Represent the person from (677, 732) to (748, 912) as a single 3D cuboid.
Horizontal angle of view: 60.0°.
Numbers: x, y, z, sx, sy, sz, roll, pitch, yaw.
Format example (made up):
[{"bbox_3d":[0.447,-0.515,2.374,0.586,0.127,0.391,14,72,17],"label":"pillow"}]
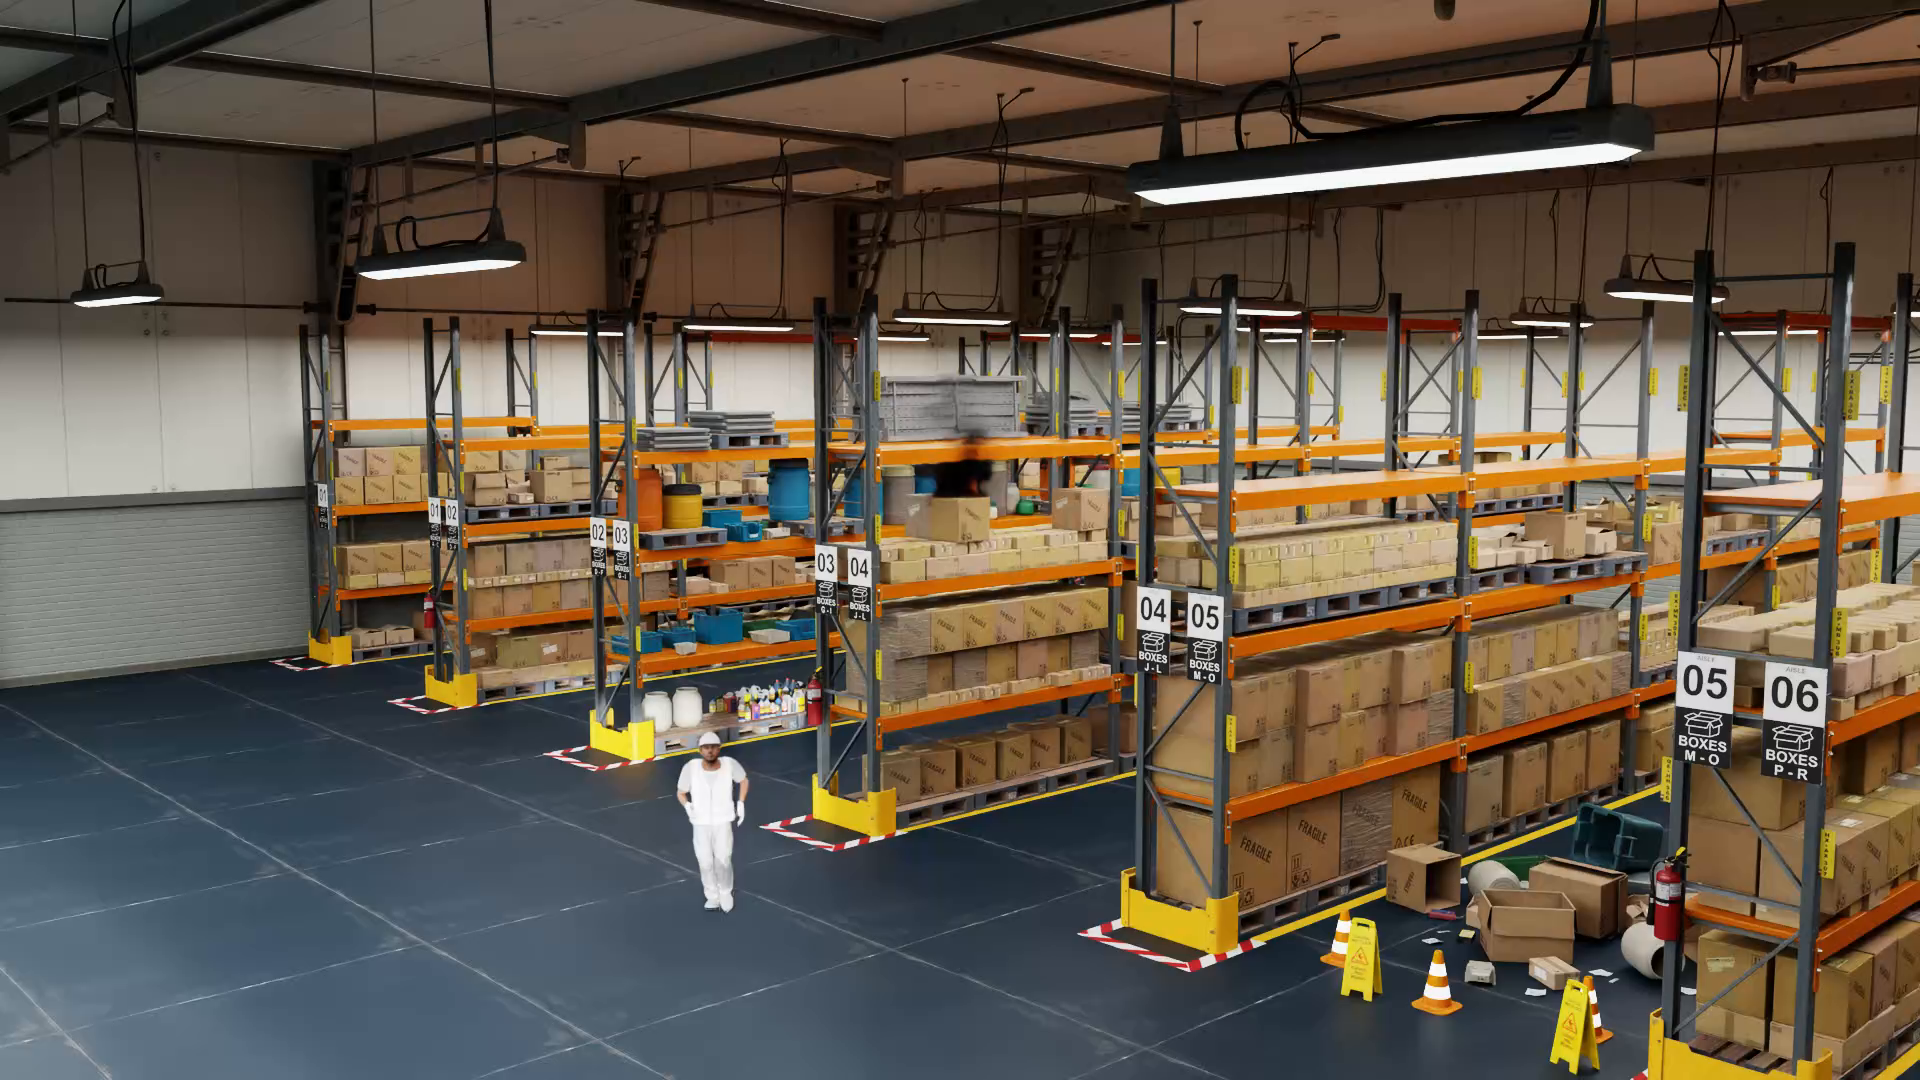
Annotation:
[{"bbox_3d":[-2.362,2.693,15.812,0.660,1.756,0.656,0,6,-3],"label":"person"}]
